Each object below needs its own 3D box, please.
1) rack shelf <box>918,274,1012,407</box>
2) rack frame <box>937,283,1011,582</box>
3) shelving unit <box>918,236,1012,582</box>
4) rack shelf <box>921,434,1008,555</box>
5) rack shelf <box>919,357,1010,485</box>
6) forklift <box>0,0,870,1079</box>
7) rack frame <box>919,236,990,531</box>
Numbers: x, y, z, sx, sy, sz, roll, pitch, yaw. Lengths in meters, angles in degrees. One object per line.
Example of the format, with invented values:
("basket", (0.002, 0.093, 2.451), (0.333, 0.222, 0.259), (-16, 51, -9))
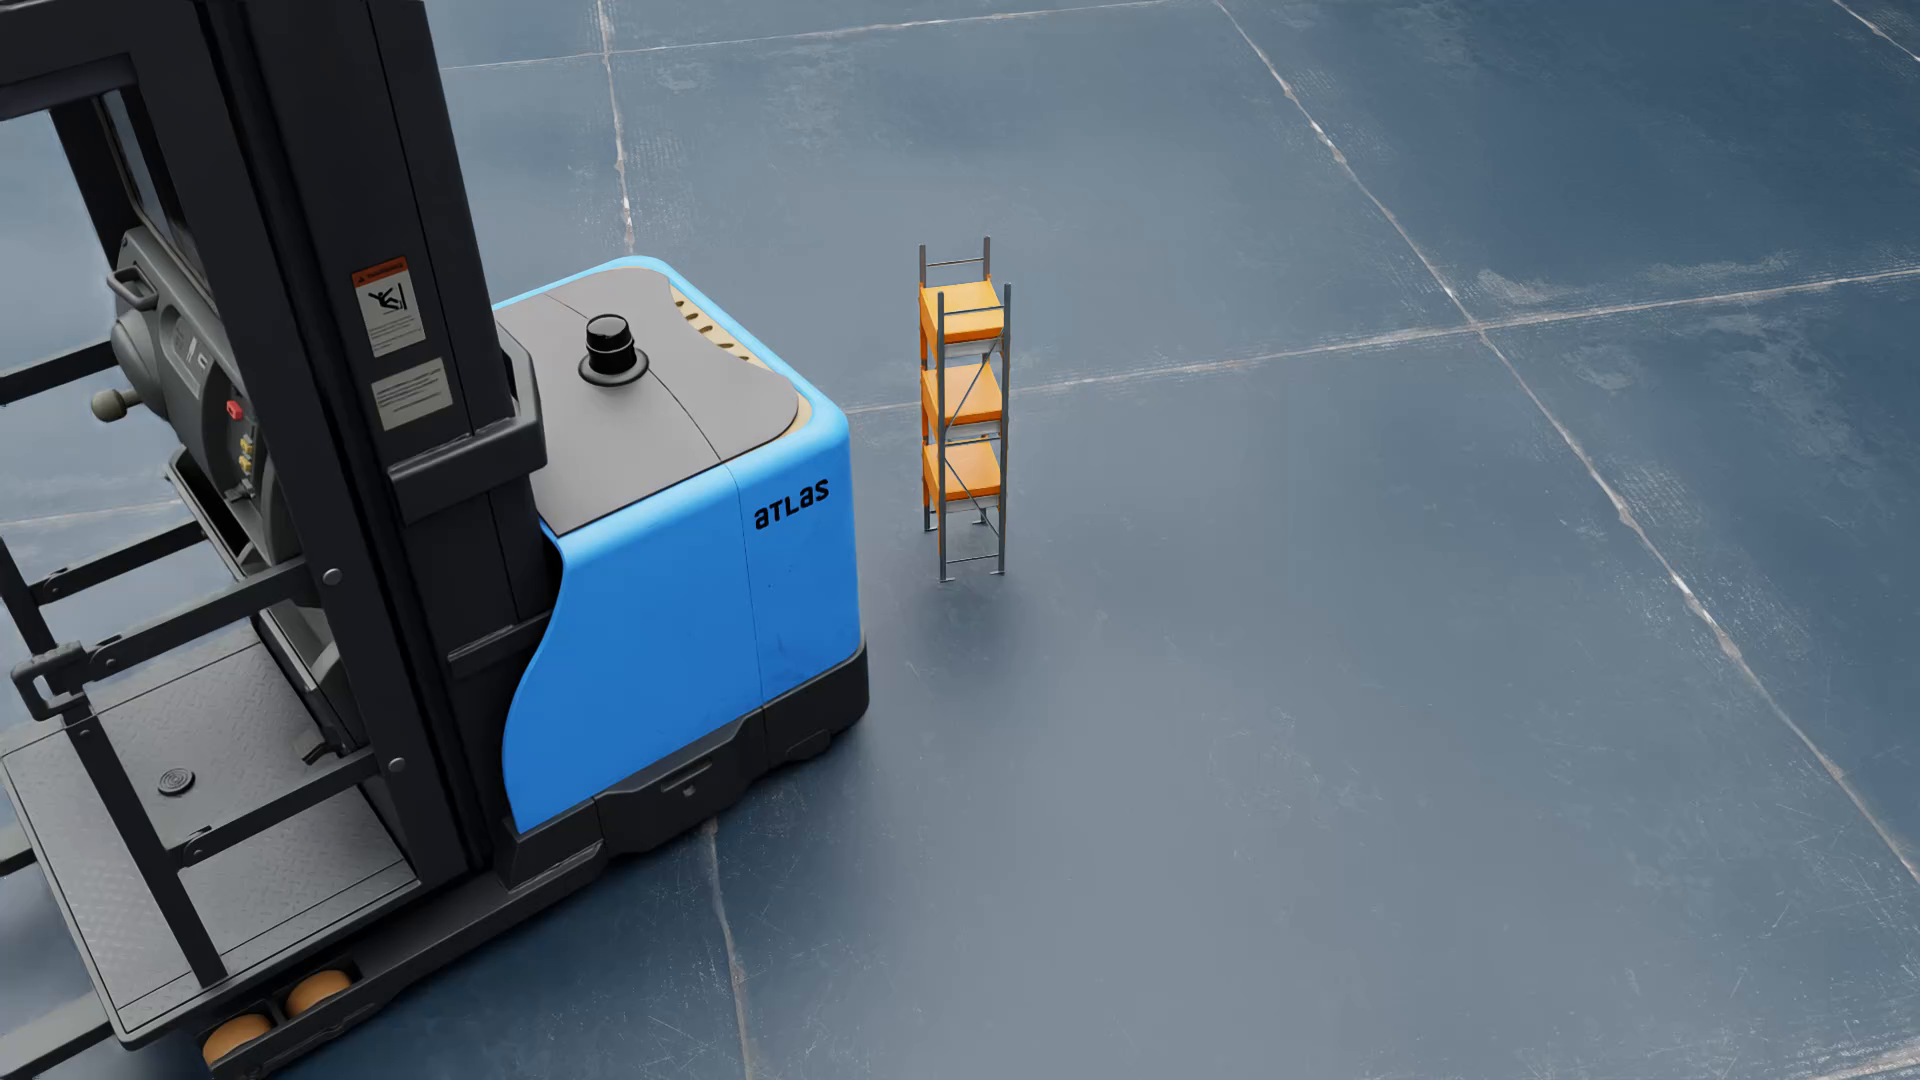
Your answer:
("rack shelf", (0.012, -0.562, 4.681), (0.215, 0.259, 0.240), (-8, 42, -9))
("rack frame", (0.038, -0.279, 4.773), (0.200, 1.050, 0.008), (-8, 42, -9))
("shelving unit", (0.012, -0.358, 4.862), (0.215, 1.050, 0.252), (-8, 42, -9))
("rack shelf", (0.012, -0.142, 5.054), (0.215, 0.259, 0.240), (-8, 42, -9))
("rack shelf", (0.012, -0.350, 4.869), (0.215, 0.259, 0.240), (-8, 42, -9))
("forklift", (-1.727, -0.239, 3.312), (3.031, 2.935, 1.130), (-27, 48, -27))
("rack frame", (-0.015, -0.437, 4.951), (0.200, 1.050, 0.008), (-8, 42, -9))
